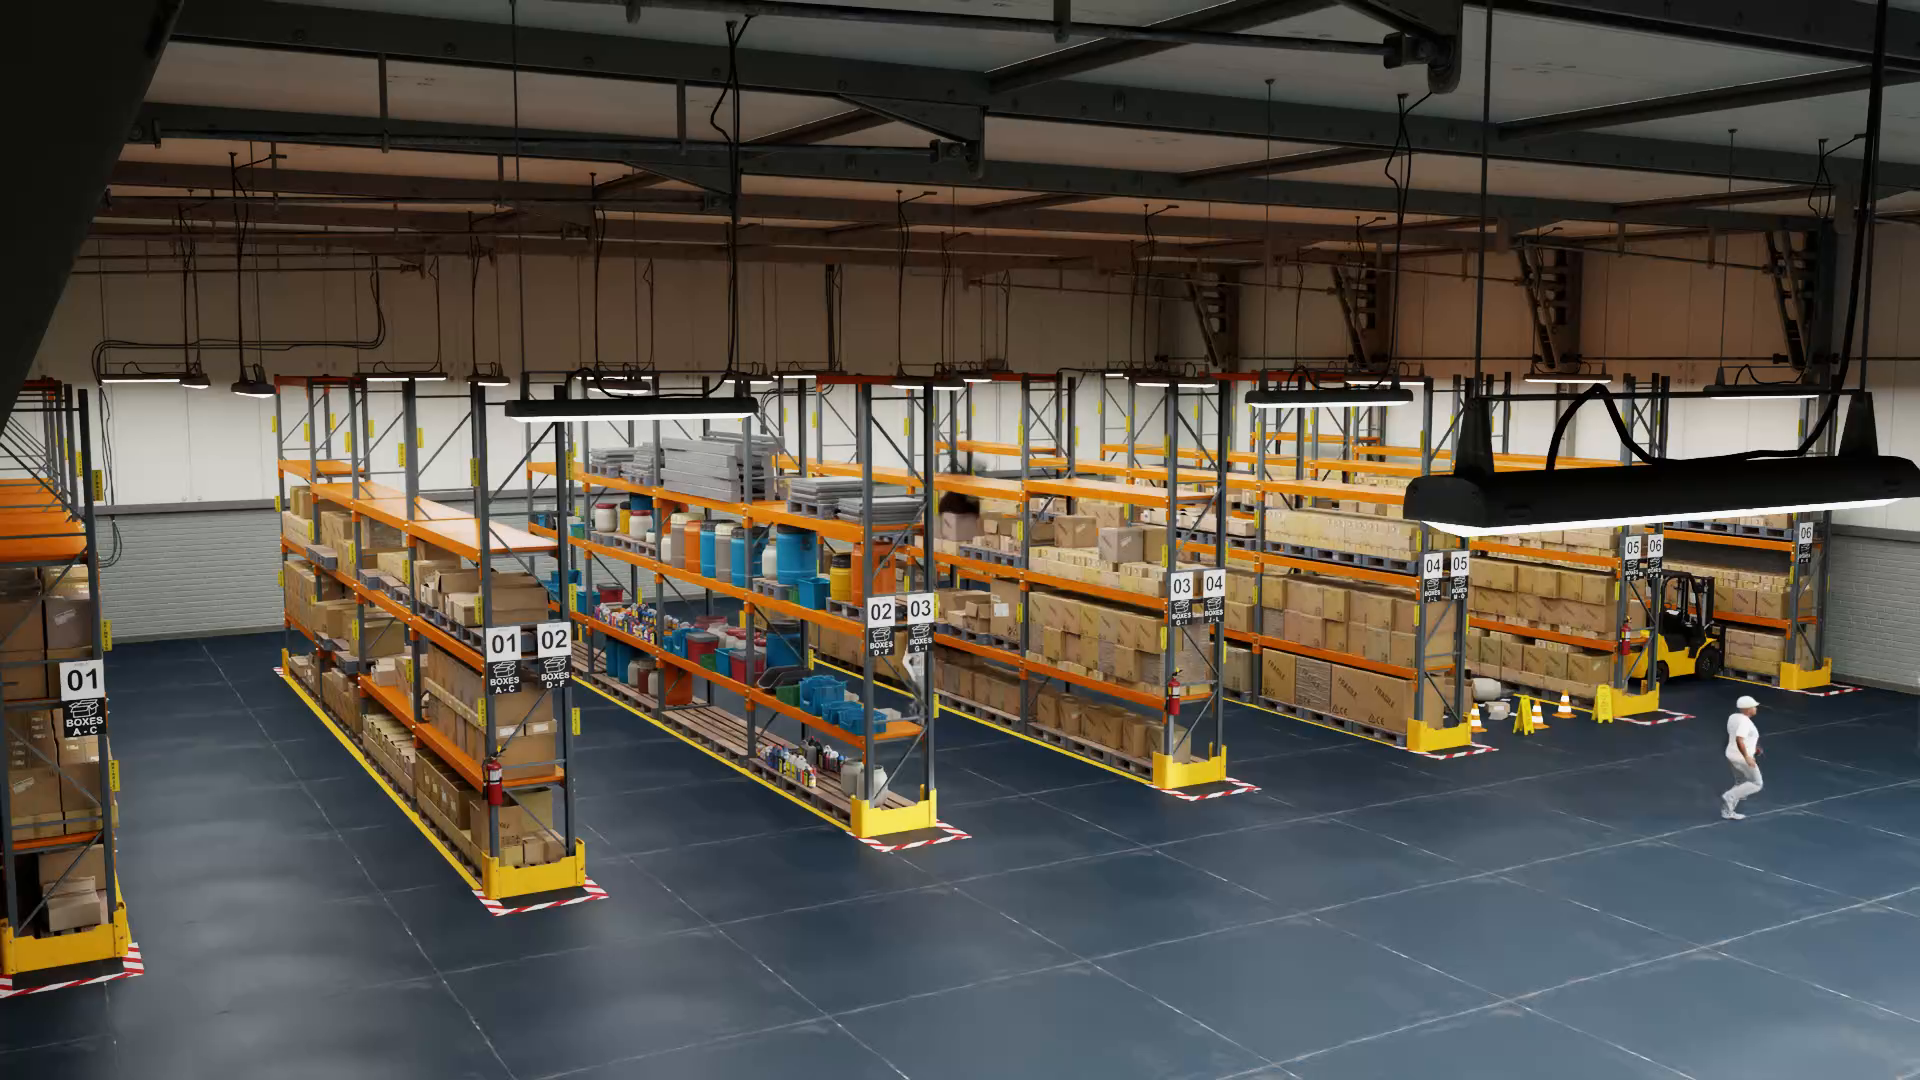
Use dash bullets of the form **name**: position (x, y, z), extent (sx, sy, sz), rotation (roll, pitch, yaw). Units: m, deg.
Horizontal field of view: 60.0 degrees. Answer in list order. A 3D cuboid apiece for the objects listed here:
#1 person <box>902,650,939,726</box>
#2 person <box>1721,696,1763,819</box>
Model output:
- **person**: position (-0.603, 2.234, 27.334), extent (0.618, 1.648, 0.489), rotation (-6, 9, -43)
- **person**: position (10.754, 2.988, 22.804), extent (0.620, 1.713, 0.693), rotation (0, 6, 4)
